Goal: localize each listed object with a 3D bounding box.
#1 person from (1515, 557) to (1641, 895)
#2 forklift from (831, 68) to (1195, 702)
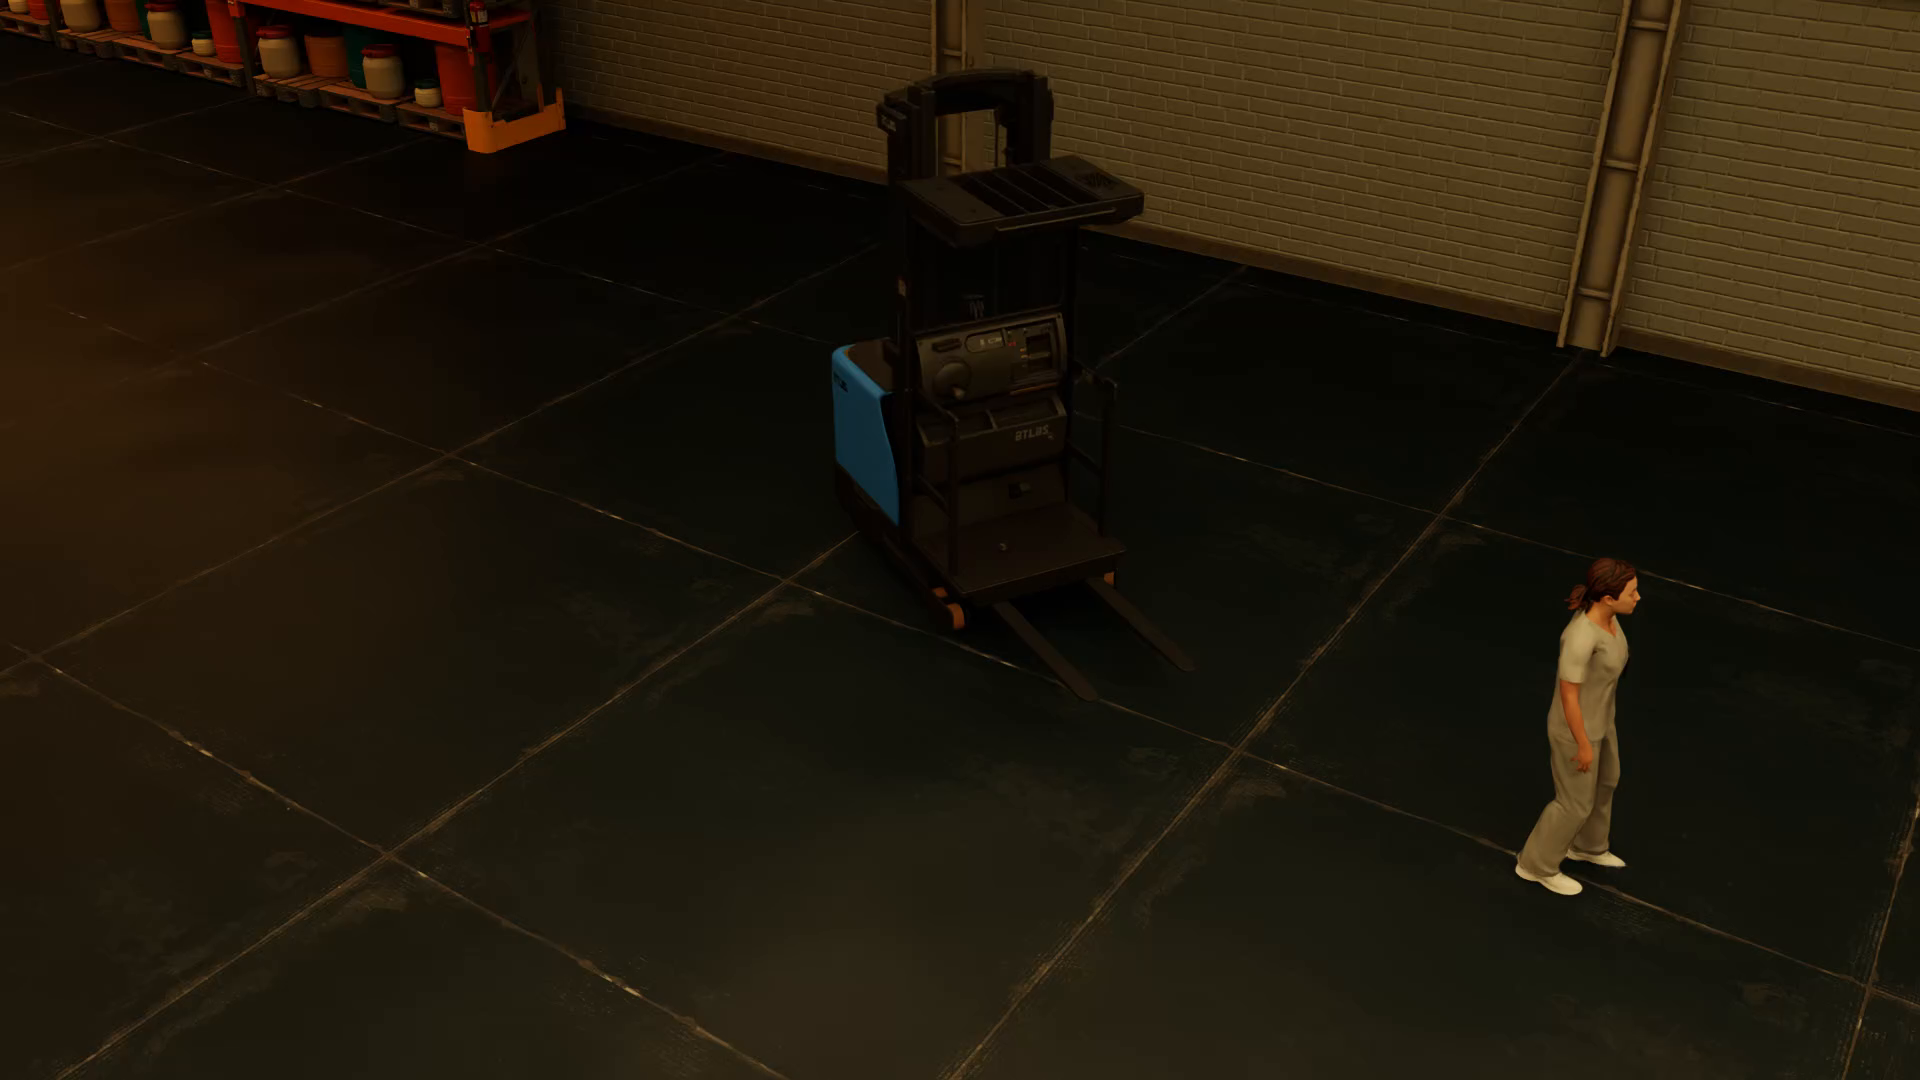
[{"bbox_3d":[2.833,0.853,7.414,0.502,1.699,0.521,18,34,28],"label":"person"},{"bbox_3d":[0.283,-0.994,9.293,1.130,2.935,3.031,-14,33,-23],"label":"forklift"}]
